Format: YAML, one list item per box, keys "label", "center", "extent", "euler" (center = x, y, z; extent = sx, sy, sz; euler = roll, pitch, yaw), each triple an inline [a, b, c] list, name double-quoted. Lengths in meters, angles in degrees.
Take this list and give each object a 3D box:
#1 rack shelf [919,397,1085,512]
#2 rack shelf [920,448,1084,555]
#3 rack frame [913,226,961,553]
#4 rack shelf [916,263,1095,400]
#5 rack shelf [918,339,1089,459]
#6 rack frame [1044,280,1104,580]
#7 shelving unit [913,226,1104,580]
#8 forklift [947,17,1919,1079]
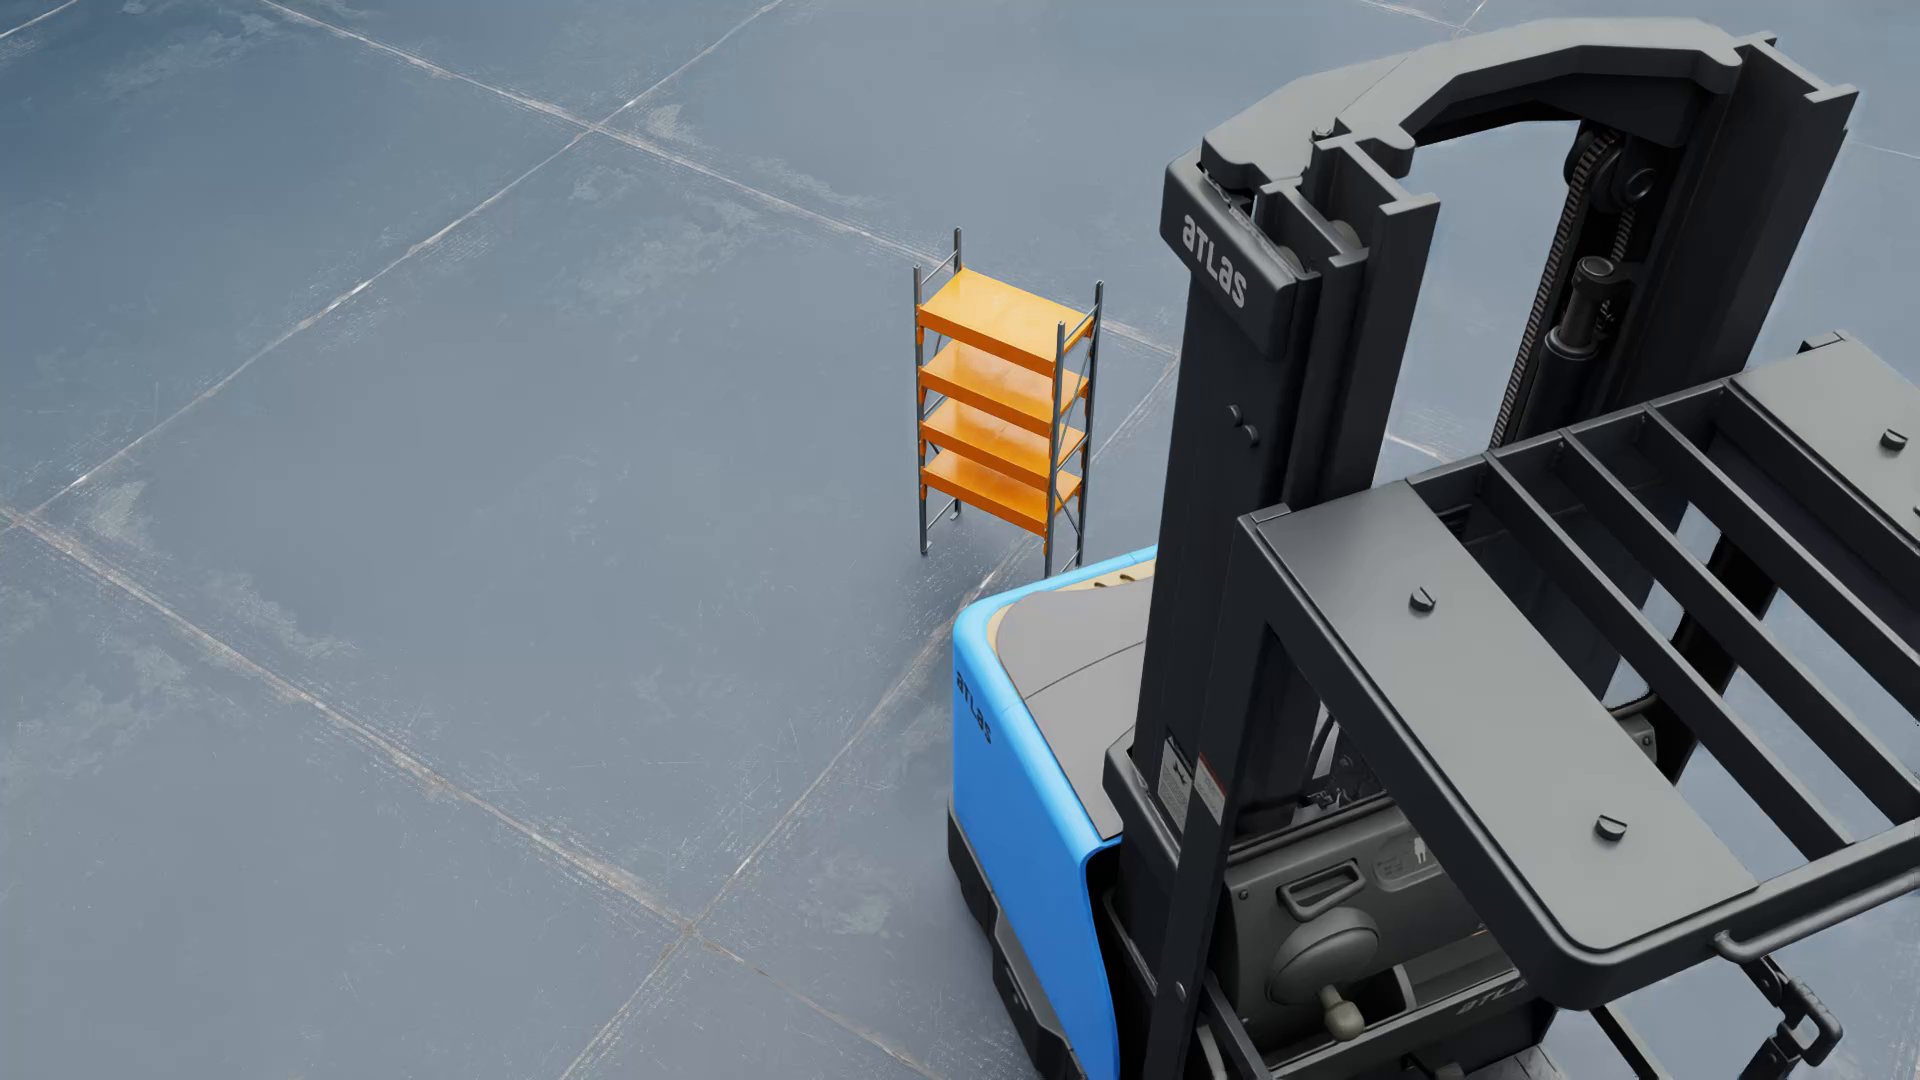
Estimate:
- label: "rack shelf"
  center: [0.139, -0.307, 5.306]
  extent: [0.480, 0.148, 0.258]
  euler: [25, 51, 22]
- label: "rack shelf"
  center: [0.139, -0.169, 5.448]
  extent: [0.480, 0.148, 0.258]
  euler: [25, 51, 22]
- label: "rack frame"
  center: [-0.066, -0.449, 5.349]
  extent: [0.015, 1.200, 0.240]
  euler: [25, 51, 22]
- label: "rack shelf"
  center: [0.139, -0.628, 4.976]
  extent: [0.480, 0.148, 0.258]
  euler: [25, 51, 22]
- label: "rack shelf"
  center: [0.139, -0.463, 5.145]
  extent: [0.480, 0.148, 0.258]
  euler: [25, 51, 22]
- label: "rack frame"
  center: [0.345, -0.260, 5.166]
  extent: [0.015, 1.200, 0.240]
  euler: [25, 51, 22]
- label: "shelving unit"
  center: [0.139, -0.354, 5.257]
  extent: [0.503, 1.200, 0.258]
  euler: [25, 51, 22]
- label: "forklift"
  center: [1.002, 0.736, 2.991]
  extent: [1.130, 2.935, 3.031]
  euler: [-17, 48, -16]
